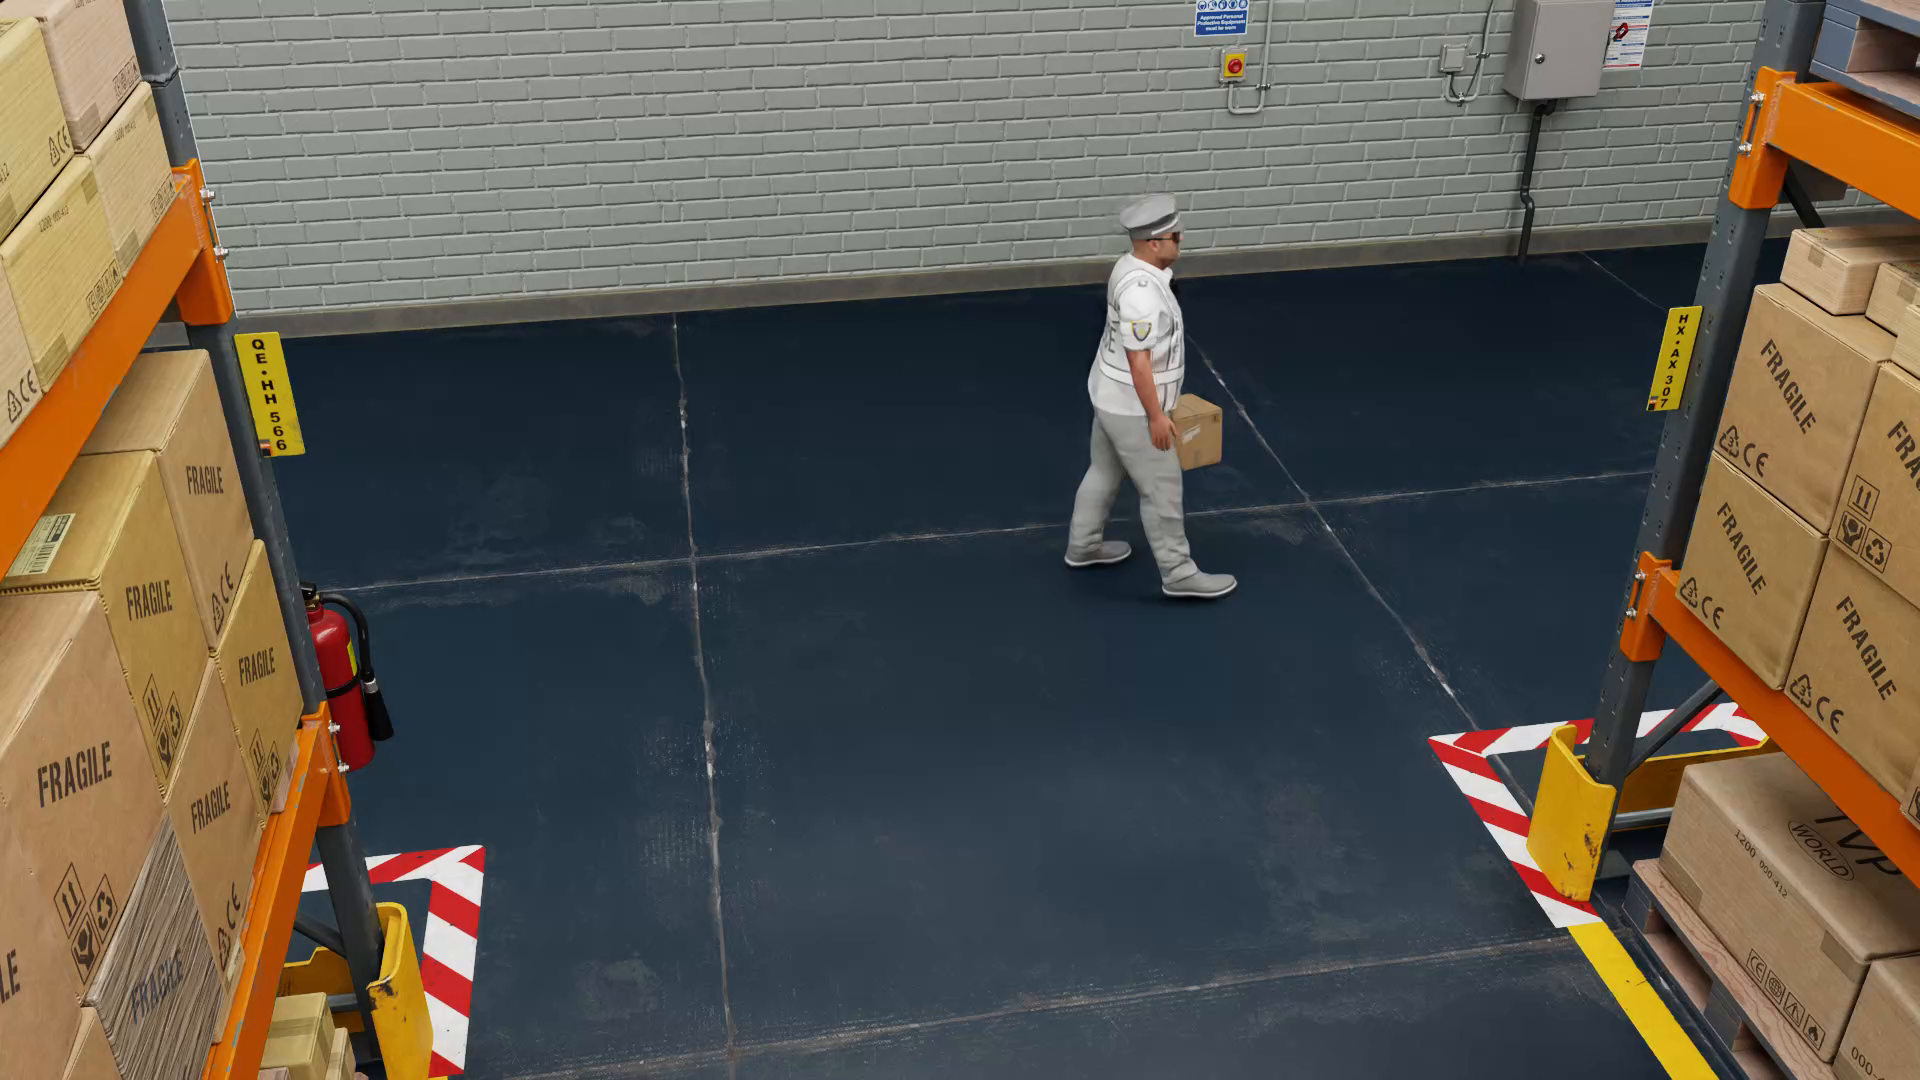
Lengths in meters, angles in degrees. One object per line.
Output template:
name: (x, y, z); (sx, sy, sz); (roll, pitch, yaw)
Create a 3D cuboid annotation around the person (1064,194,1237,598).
person: (0.850, -0.612, 7.129); (0.738, 1.760, 0.585); (-1, 31, -2)
